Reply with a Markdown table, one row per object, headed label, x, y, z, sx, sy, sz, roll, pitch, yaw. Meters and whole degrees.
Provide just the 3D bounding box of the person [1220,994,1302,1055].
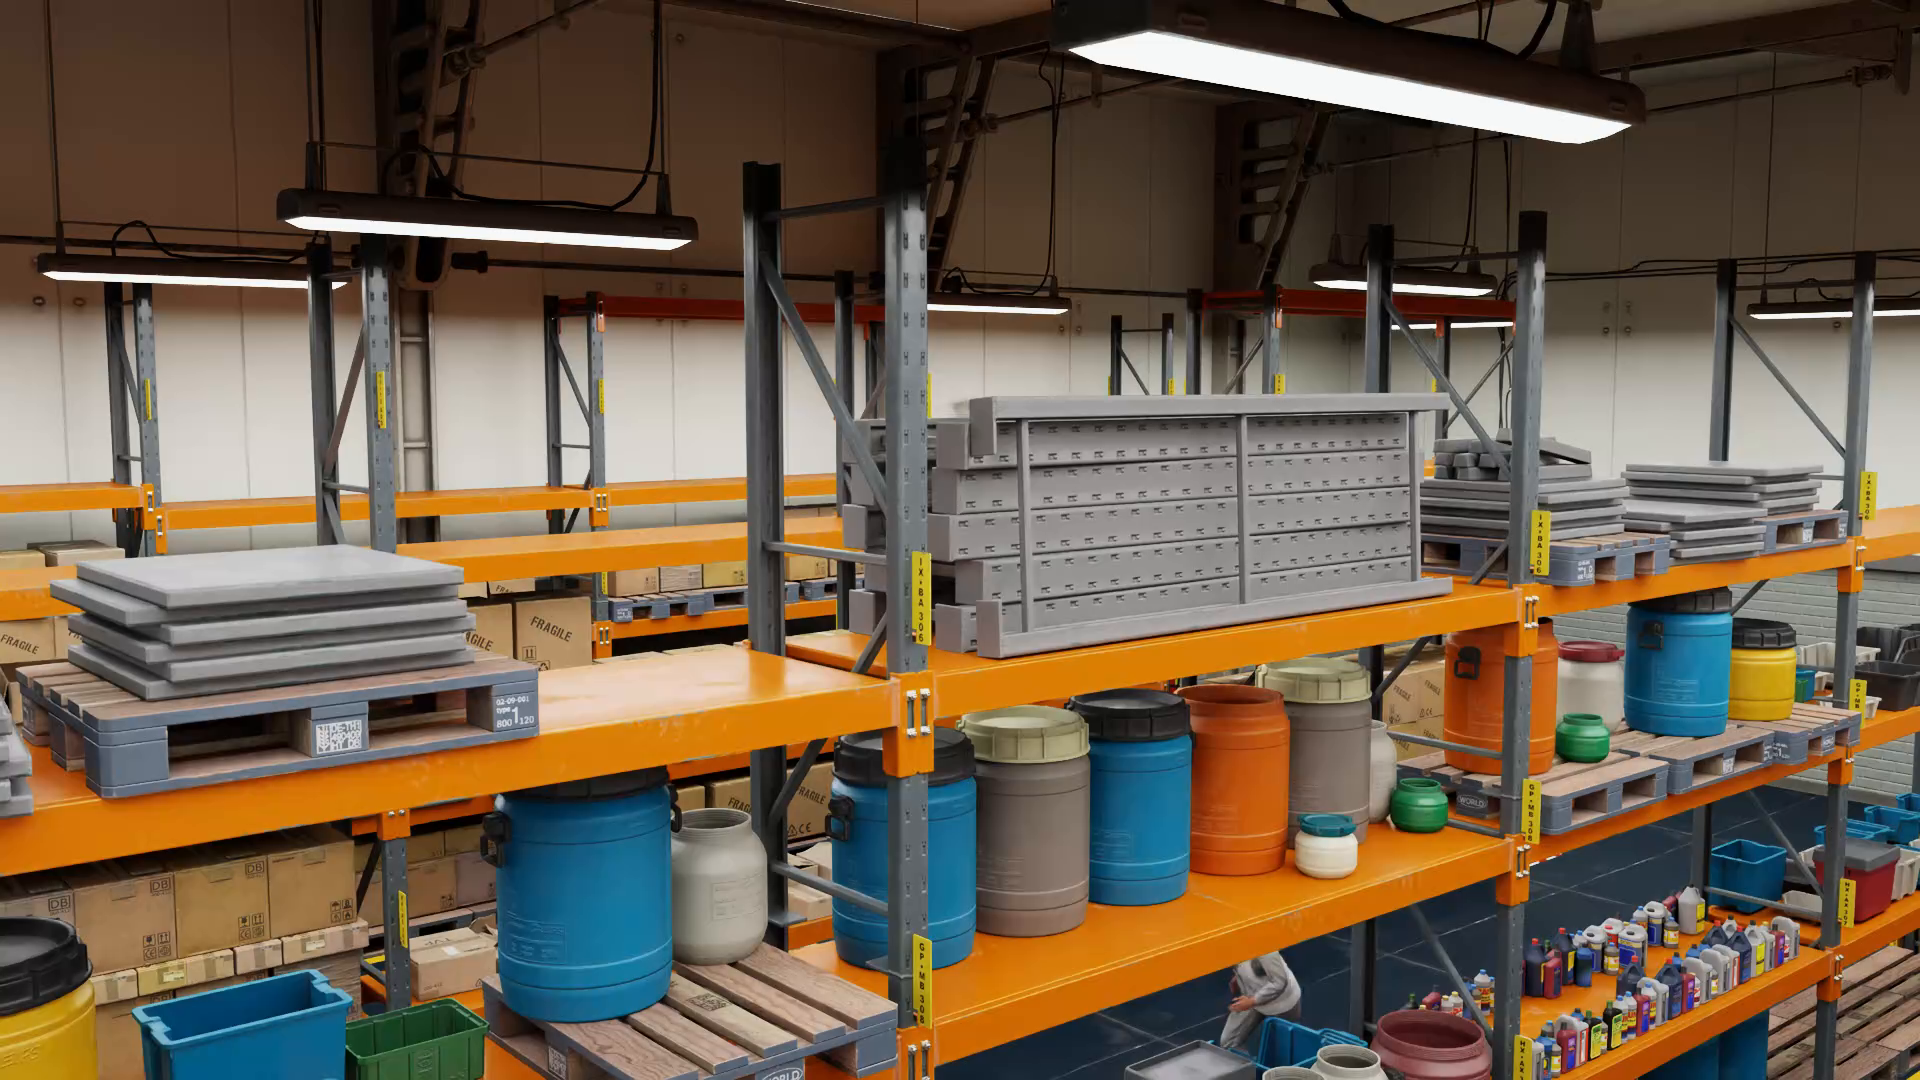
| label | x | y | z | sx | sy | sz | roll | pitch | yaw |
| --- | --- | --- | --- | --- | --- | --- | --- | --- | --- |
| person | 2.220 | 3.242 | 11.745 | 1.121 | 1.612 | 0.411 | -3 | 6 | -32 |
